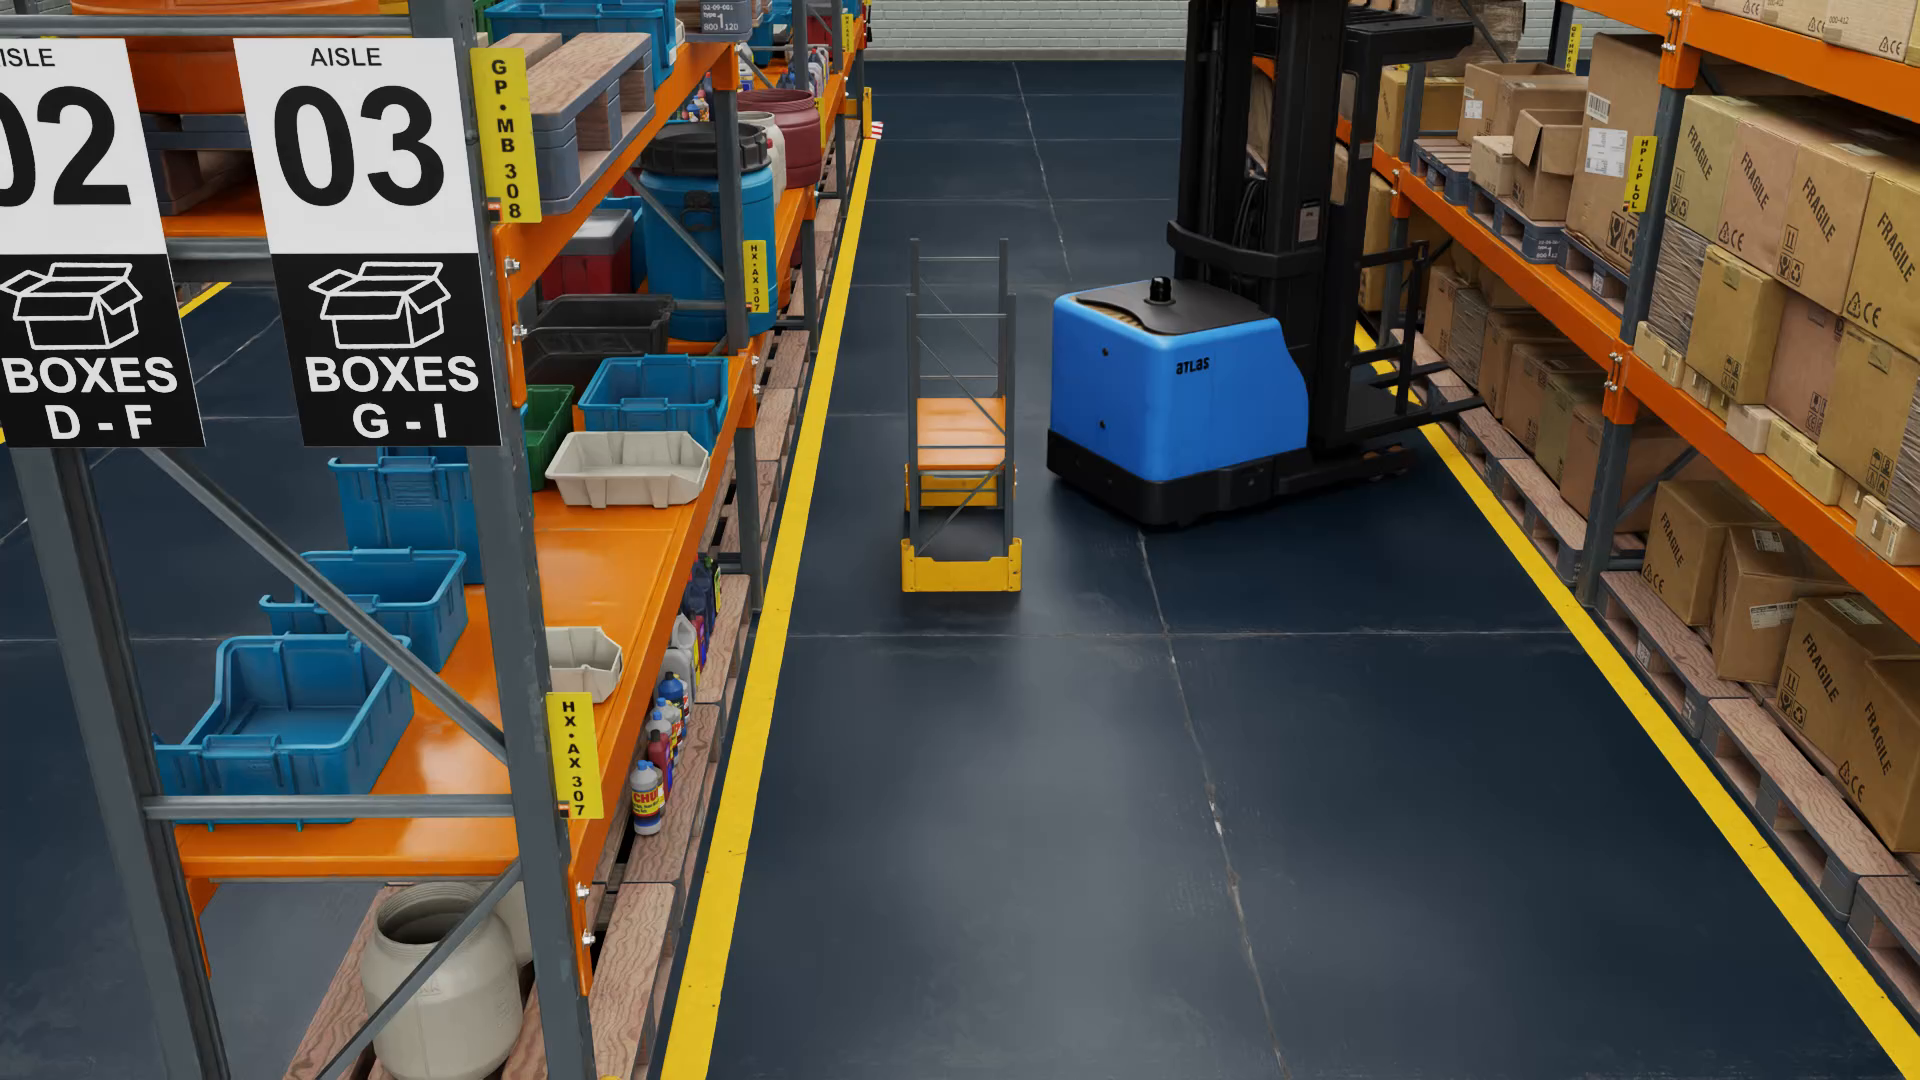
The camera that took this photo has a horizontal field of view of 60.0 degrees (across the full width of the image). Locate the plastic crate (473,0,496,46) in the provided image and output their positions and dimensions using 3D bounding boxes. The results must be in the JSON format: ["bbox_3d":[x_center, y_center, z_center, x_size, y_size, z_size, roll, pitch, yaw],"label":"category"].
[{"bbox_3d":[-1.706,-1.657,5.392,0.336,0.188,0.450,0,24,-1],"label":"plastic crate"}]

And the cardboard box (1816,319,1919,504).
[{"bbox_3d":[3.485,-0.438,5.597,0.875,0.500,0.500,0,24,-1],"label":"cardboard box"}]

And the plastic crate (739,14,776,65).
[{"bbox_3d":[-1.885,-4.546,15.108,0.392,0.384,0.575,0,24,-1],"label":"plastic crate"}]

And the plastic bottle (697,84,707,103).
[{"bbox_3d":[-1.938,-3.269,12.481,0.061,0.283,0.133,0,24,-1],"label":"plastic bottle"}]

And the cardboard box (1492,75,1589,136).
[{"bbox_3d":[3.610,-2.494,9.994,0.700,0.500,0.500,3,25,7],"label":"cardboard box"}]

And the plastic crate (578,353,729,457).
[{"bbox_3d":[-1.168,-0.516,6.432,0.499,0.251,0.616,0,24,-1],"label":"plastic crate"}]

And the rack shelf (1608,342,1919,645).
[{"bbox_3d":[3.523,0.091,5.782,1.077,0.370,4.000,0,24,-1],"label":"rack shelf"}]

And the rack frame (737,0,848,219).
[{"bbox_3d":[-1.538,-4.335,14.695,1.000,3.000,0.127,0,24,-1],"label":"rack frame"}]

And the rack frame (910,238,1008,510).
[{"bbox_3d":[-0.005,-0.858,8.826,0.500,1.500,0.032,0,24,-1],"label":"rack frame"}]

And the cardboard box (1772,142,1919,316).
[{"bbox_3d":[3.264,-1.099,5.844,0.500,0.500,0.500,0,24,-1],"label":"cardboard box"}]

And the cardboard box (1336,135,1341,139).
[{"bbox_3d":[3.452,-2.949,13.699,1.225,0.875,0.875,-1,24,-2],"label":"cardboard box"}]

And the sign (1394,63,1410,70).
[{"bbox_3d":[2.903,-3.233,10.853,0.100,0.325,0.005,0,24,-1],"label":"sign"}]

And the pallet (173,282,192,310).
[{"bbox_3d":[-6.418,-1.703,12.260,1.003,0.211,1.213,0,24,-1],"label":"pallet"}]

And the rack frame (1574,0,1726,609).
[{"bbox_3d":[3.502,-1.061,7.456,1.000,3.000,0.127,0,24,-1],"label":"rack frame"}]

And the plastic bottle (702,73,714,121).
[{"bbox_3d":[-1.898,-3.366,12.612,0.144,0.351,0.185,0,24,-1],"label":"plastic bottle"}]

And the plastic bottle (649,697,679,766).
[{"bbox_3d":[-1.121,0.721,6.292,0.097,0.271,0.097,0,24,0],"label":"plastic bottle"}]

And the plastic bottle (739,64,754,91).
[{"bbox_3d":[-1.752,-3.705,13.453,0.152,0.276,0.135,0,24,-1],"label":"plastic bottle"}]

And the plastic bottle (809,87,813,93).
[{"bbox_3d":[-1.163,-3.332,12.633,0.097,0.271,0.097,0,24,0],"label":"plastic bottle"}]

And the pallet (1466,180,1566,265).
[{"bbox_3d":[3.520,-1.806,9.336,1.003,0.211,1.213,0,24,-1],"label":"pallet"}]

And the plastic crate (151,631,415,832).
[{"bbox_3d":[-1.712,0.472,4.246,0.499,0.251,0.616,0,24,-1],"label":"plastic crate"}]

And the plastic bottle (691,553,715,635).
[{"bbox_3d":[-1.156,0.232,7.278,0.144,0.351,0.185,-1,24,-2],"label":"plastic bottle"}]

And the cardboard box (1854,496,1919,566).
[{"bbox_3d":[3.214,-0.032,5.486,0.380,0.149,0.250,0,24,-1],"label":"cardboard box"}]

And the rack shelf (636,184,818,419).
[{"bbox_3d":[-1.473,-1.535,9.377,1.077,0.370,4.000,0,24,-1],"label":"rack shelf"}]

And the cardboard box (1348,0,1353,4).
[{"bbox_3d":[3.425,-4.314,13.310,0.797,0.503,0.637,0,24,0],"label":"cardboard box"}]

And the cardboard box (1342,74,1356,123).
[{"bbox_3d":[3.196,-3.376,12.454,0.500,0.500,0.500,-1,24,-2],"label":"cardboard box"}]

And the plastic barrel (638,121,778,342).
[{"bbox_3d":[-1.152,-1.428,7.658,0.600,0.901,0.708,0,24,-1],"label":"plastic barrel"}]

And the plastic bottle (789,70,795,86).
[{"bbox_3d":[-1.322,-3.598,13.221,0.097,0.271,0.097,0,24,0],"label":"plastic bottle"}]

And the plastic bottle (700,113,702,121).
[{"bbox_3d":[-1.915,-3.024,12.038,0.097,0.201,0.097,0,24,0],"label":"plastic bottle"}]

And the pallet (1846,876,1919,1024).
[{"bbox_3d":[3.571,1.492,5.196,1.003,0.211,1.213,0,24,-1],"label":"pallet"}]

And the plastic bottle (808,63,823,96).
[{"bbox_3d":[-1.201,-3.759,13.573,0.152,0.276,0.135,0,24,-1],"label":"plastic bottle"}]

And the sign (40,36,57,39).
[{"bbox_3d":[-5.893,-3.198,10.775,0.100,0.325,0.005,0,24,-1],"label":"sign"}]

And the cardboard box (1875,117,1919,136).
[{"bbox_3d":[3.788,-1.307,6.305,0.500,0.500,0.500,0,24,-1],"label":"cardboard box"}]

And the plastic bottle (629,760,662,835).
[{"bbox_3d":[-1.116,0.904,5.889,0.097,0.271,0.097,0,24,0],"label":"plastic bottle"}]

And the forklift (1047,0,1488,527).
[{"bbox_3d":[2.022,-1.840,9.263,3.031,2.935,1.130,-14,28,-28],"label":"forklift"}]

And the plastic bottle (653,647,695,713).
[{"bbox_3d":[-1.152,0.545,6.676,0.152,0.276,0.135,0,24,0],"label":"plastic bottle"}]

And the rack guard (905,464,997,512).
[{"bbox_3d":[-0.005,-0.288,9.083,0.587,0.250,0.087,0,24,-1],"label":"rack guard"}]

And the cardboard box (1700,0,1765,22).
[{"bbox_3d":[3.250,-2.173,6.456,0.500,0.250,0.500,-1,24,-3],"label":"cardboard box"}]

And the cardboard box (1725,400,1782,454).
[{"bbox_3d":[3.197,-0.444,6.397,0.380,0.149,0.250,0,24,-1],"label":"cardboard box"}]

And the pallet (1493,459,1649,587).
[{"bbox_3d":[3.492,-0.111,8.740,1.003,0.211,1.213,0,24,-1],"label":"pallet"}]

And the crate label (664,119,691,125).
[{"bbox_3d":[-1.754,-2.292,10.136,0.502,0.435,0.616,0,24,-1],"label":"crate label"}]

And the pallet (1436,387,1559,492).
[{"bbox_3d":[3.475,-0.615,9.854,1.003,0.211,1.213,0,24,-1],"label":"pallet"}]

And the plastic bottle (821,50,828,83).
[{"bbox_3d":[-1.163,-4.026,14.153,0.061,0.283,0.133,0,24,-1],"label":"plastic bottle"}]

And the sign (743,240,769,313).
[{"bbox_3d":[-0.901,-1.163,7.345,0.100,0.325,0.005,0,24,-1],"label":"sign"}]

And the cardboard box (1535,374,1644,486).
[{"bbox_3d":[3.530,-0.572,8.875,0.700,0.500,0.500,0,24,-1],"label":"cardboard box"}]

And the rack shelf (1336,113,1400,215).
[{"bbox_3d":[3.436,-3.206,13.071,1.077,0.370,4.000,0,24,-1],"label":"rack shelf"}]

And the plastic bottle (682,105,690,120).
[{"bbox_3d":[-1.928,-2.894,11.649,0.061,0.283,0.133,0,24,-1],"label":"plastic bottle"}]

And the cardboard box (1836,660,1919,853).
[{"bbox_3d":[3.526,0.773,5.924,0.500,0.500,0.500,2,24,4],"label":"cardboard box"}]

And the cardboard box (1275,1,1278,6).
[{"bbox_3d":[3.142,-4.955,14.976,0.500,0.500,0.500,0,24,1],"label":"cardboard box"}]

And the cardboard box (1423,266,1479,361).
[{"bbox_3d":[3.485,-1.495,10.914,0.700,0.500,0.500,-2,24,-3],"label":"cardboard box"}]

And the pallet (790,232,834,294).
[{"bbox_3d":[-1.555,-2.243,13.452,1.003,0.211,1.213,0,24,-1],"label":"pallet"}]

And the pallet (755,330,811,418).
[{"bbox_3d":[-1.525,-1.097,10.919,1.003,0.211,1.213,0,24,-1],"label":"pallet"}]

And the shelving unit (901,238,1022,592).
[{"bbox_3d":[0.001,-0.652,8.371,0.587,1.500,1.083,0,24,-1],"label":"shelving unit"}]

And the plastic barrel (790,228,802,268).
[{"bbox_3d":[-1.529,-2.446,12.936,0.600,0.588,0.708,0,24,-1],"label":"plastic barrel"}]

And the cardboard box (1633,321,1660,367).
[{"bbox_3d":[3.203,-0.857,7.309,0.380,0.149,0.250,0,24,-1],"label":"cardboard box"}]

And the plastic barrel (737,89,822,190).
[{"bbox_3d":[-1.187,-2.559,10.603,0.600,0.536,0.708,0,24,-1],"label":"plastic barrel"}]

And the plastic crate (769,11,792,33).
[{"bbox_3d":[-1.891,-5.165,16.660,0.416,0.233,0.300,0,24,-1],"label":"plastic crate"}]
